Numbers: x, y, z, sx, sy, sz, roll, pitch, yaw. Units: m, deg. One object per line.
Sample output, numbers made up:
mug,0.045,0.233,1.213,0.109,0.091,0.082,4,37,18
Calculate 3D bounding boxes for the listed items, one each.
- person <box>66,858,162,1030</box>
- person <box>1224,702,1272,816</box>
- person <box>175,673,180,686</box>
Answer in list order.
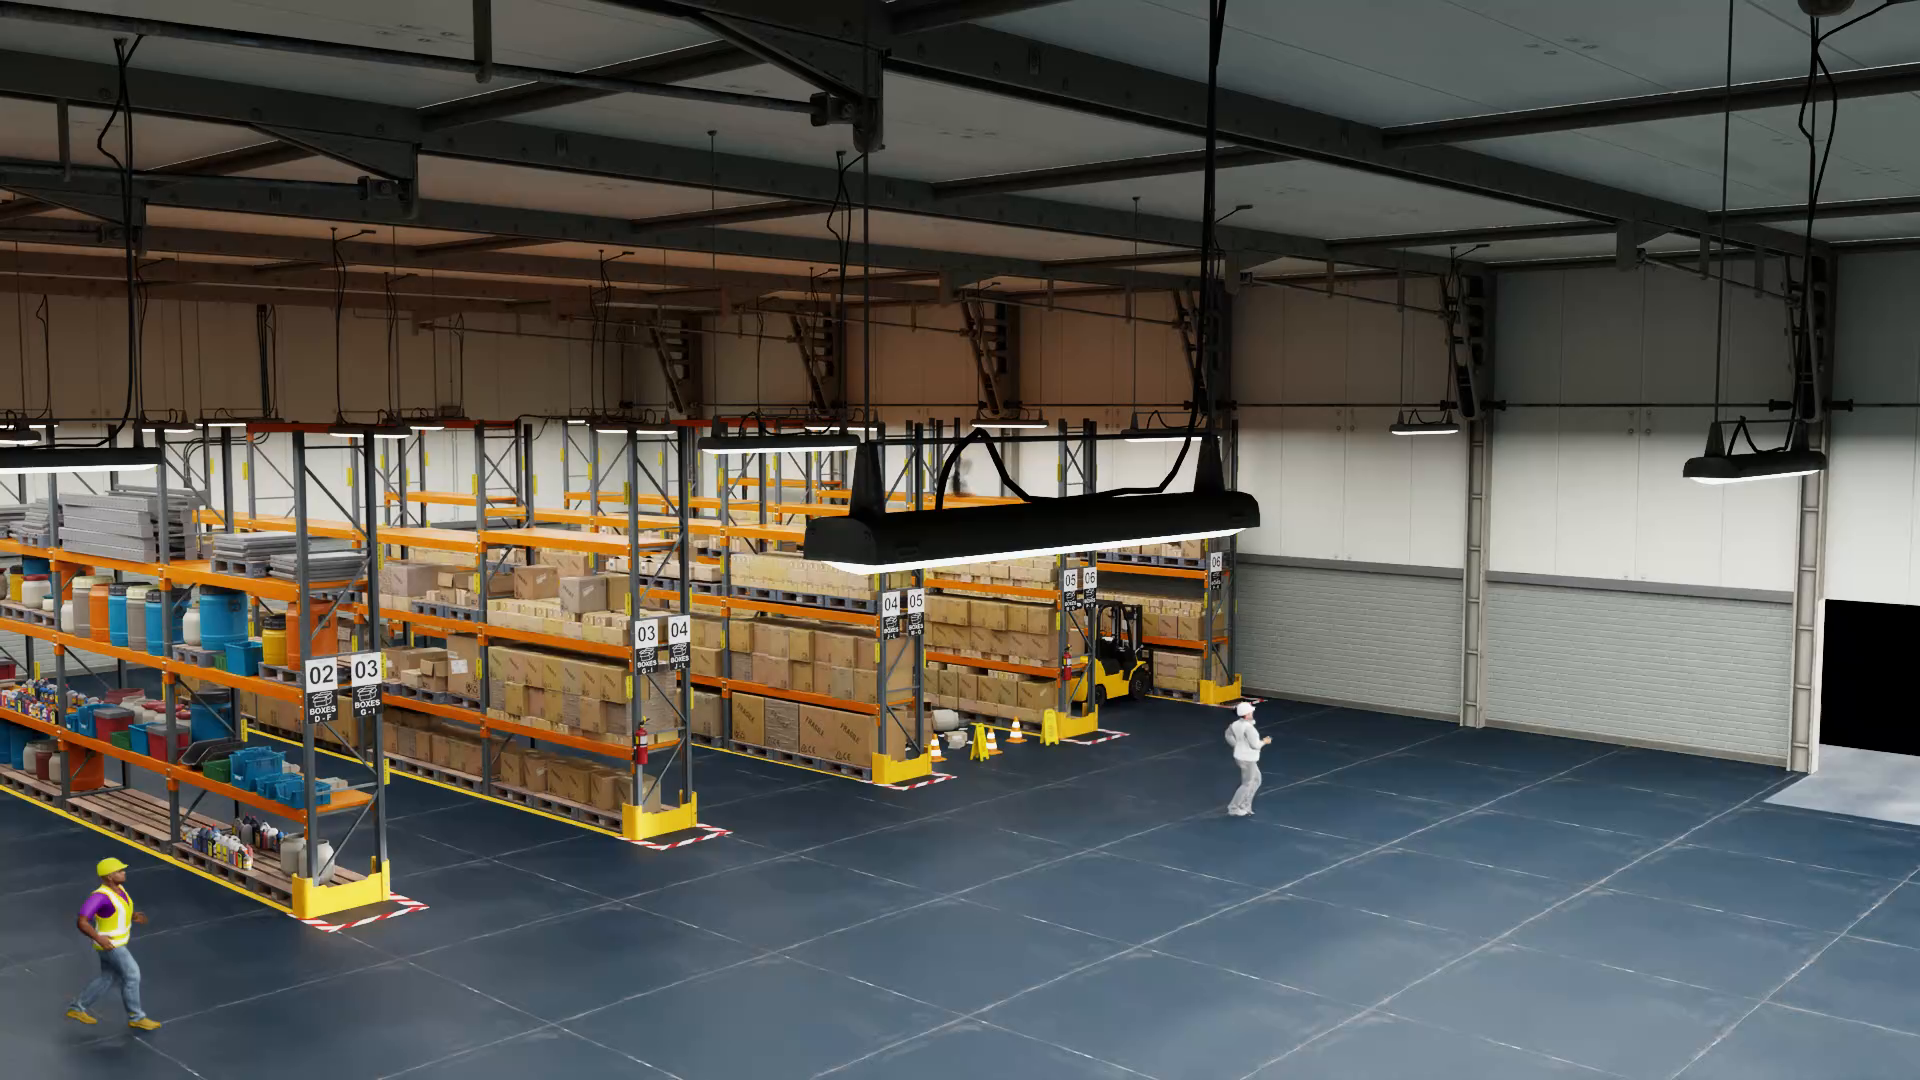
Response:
person,-8.547,4.077,16.728,0.884,1.779,0.703,-1,5,-16
person,4.418,3.377,25.464,0.687,1.806,0.638,-1,5,-11
person,-17.004,2.536,36.498,0.819,1.691,0.579,-3,6,-33
